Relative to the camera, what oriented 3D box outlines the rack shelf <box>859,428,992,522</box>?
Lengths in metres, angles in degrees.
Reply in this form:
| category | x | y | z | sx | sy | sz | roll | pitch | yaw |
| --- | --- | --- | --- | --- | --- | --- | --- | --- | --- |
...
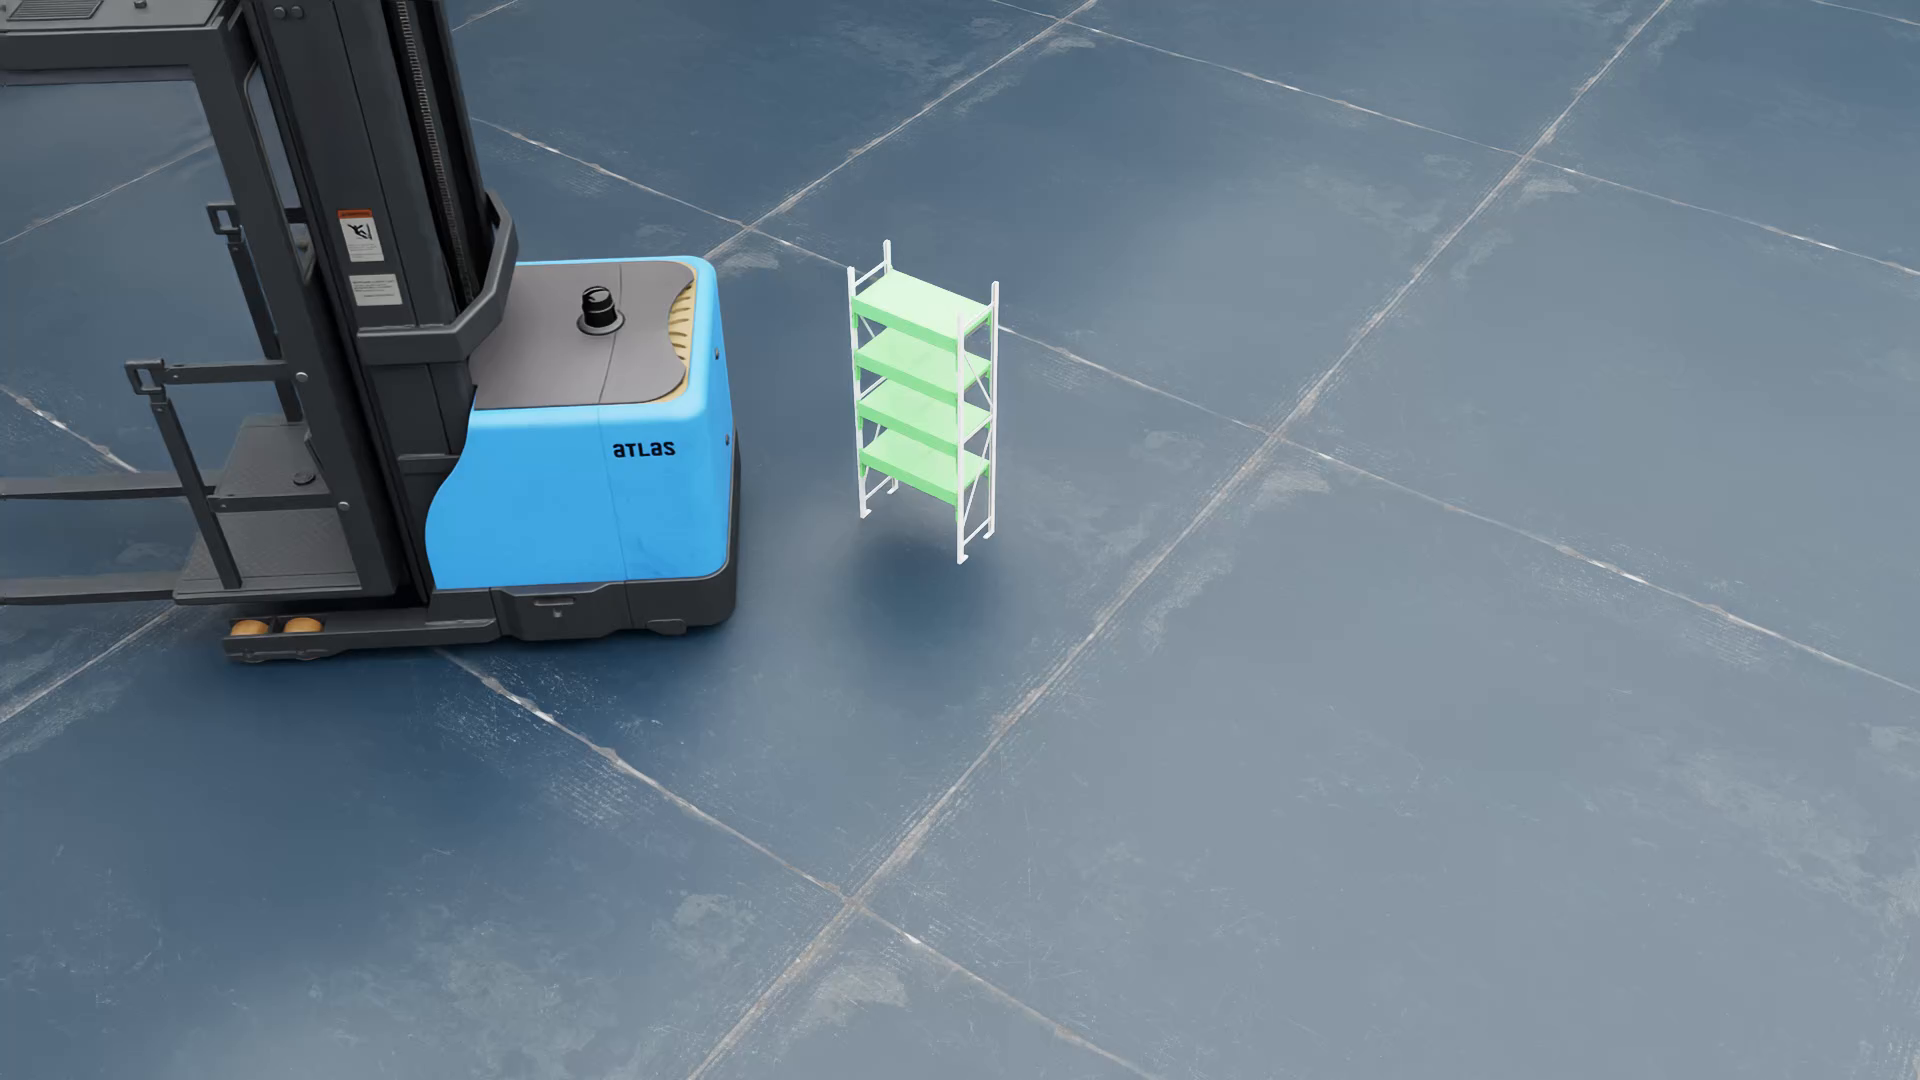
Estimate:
| category | x | y | z | sx | sy | sz | roll | pitch | yaw |
| --- | --- | --- | --- | --- | --- | --- | --- | --- | --- |
| rack shelf | -0.136 | -0.284 | 6.623 | 0.480 | 0.148 | 0.258 | 25 | 48 | 25 |

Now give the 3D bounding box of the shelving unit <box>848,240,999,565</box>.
| category | x | y | z | sx | sy | sz | roll | pitch | yaw |
| --- | --- | --- | --- | --- | --- | --- | --- | --- | --- |
| shelving unit | -0.136 | -0.511 | 6.421 | 0.503 | 1.200 | 0.258 | 25 | 48 | 25 |

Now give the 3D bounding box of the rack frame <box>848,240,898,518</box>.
| category | x | y | z | sx | sy | sz | roll | pitch | yaw |
| --- | --- | --- | --- | --- | --- | --- | --- | --- | --- |
| rack frame | -0.335 | -0.604 | 6.525 | 0.015 | 1.200 | 0.240 | 25 | 48 | 25 |

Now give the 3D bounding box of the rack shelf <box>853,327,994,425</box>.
| category | x | y | z | sx | sy | sz | roll | pitch | yaw |
| --- | --- | --- | --- | --- | --- | --- | --- | --- | --- |
| rack shelf | -0.136 | -0.642 | 6.303 | 0.480 | 0.148 | 0.258 | 25 | 48 | 25 |

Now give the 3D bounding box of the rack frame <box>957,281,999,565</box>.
| category | x | y | z | sx | sy | sz | roll | pitch | yaw |
| --- | --- | --- | --- | --- | --- | --- | --- | --- | --- |
| rack frame | 0.064 | -0.417 | 6.316 | 0.015 | 1.200 | 0.240 | 25 | 48 | 25 |

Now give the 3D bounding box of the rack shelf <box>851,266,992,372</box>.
| category | x | y | z | sx | sy | sz | roll | pitch | yaw |
| --- | --- | --- | --- | --- | --- | --- | --- | --- | --- |
| rack shelf | -0.136 | -0.821 | 6.143 | 0.480 | 0.148 | 0.258 | 25 | 48 | 25 |

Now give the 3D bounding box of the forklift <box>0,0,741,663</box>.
| category | x | y | z | sx | sy | sz | roll | pitch | yaw |
| --- | --- | --- | --- | --- | --- | --- | --- | --- | --- |
| forklift | -2.401 | -0.999 | 5.668 | 3.031 | 2.935 | 1.130 | -3 | 42 | -3 |

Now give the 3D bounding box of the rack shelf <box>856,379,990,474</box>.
| category | x | y | z | sx | sy | sz | roll | pitch | yaw |
| --- | --- | --- | --- | --- | --- | --- | --- | --- | --- |
| rack shelf | -0.136 | -0.463 | 6.463 | 0.480 | 0.148 | 0.258 | 25 | 48 | 25 |
